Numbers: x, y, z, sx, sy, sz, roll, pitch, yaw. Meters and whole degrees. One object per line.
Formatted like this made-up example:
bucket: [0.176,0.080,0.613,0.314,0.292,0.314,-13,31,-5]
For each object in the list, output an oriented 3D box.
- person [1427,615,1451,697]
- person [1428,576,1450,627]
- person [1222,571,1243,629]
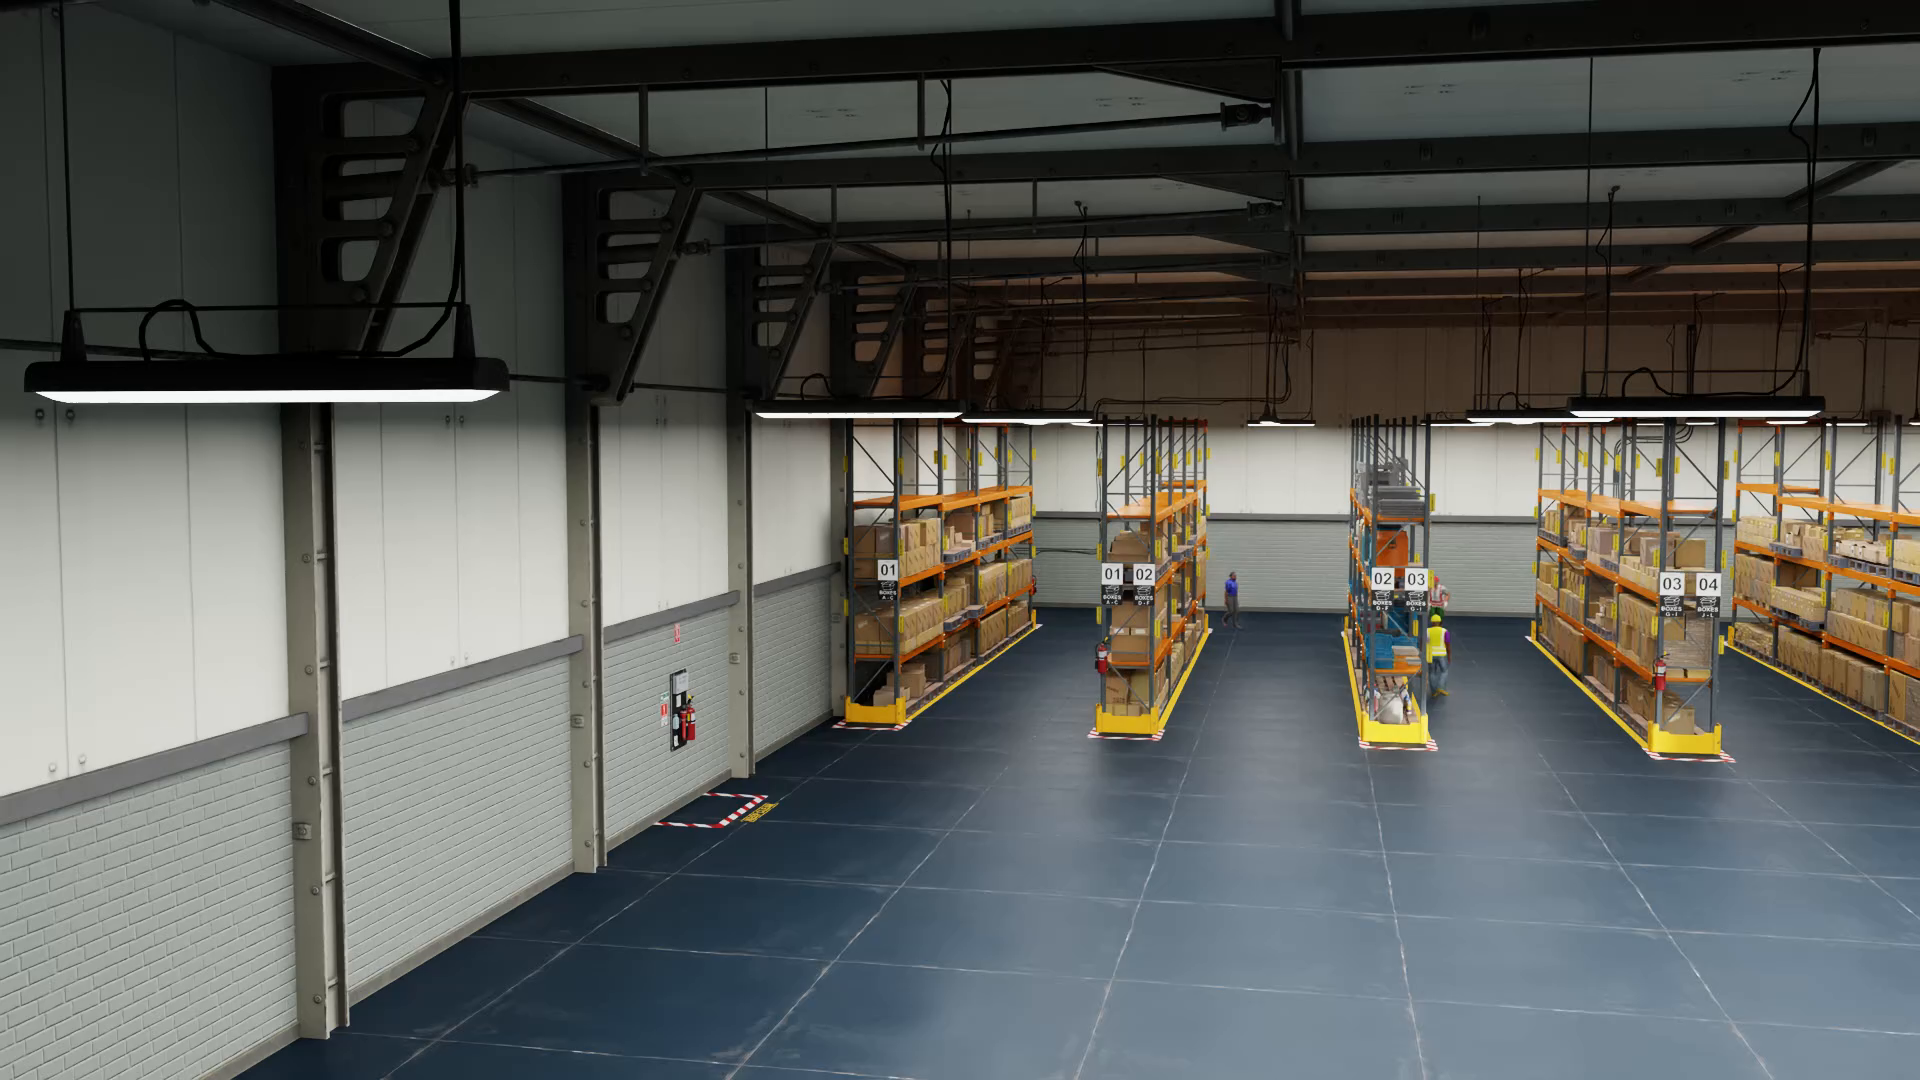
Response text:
person: [10.182,2.480,35.556,0.595,1.767,0.547,2,4,22]
person: [13.181,1.829,45.937,0.696,1.684,0.640,1,4,20]
person: [7.791,1.718,47.637,0.523,1.658,0.559,-3,5,-38]
